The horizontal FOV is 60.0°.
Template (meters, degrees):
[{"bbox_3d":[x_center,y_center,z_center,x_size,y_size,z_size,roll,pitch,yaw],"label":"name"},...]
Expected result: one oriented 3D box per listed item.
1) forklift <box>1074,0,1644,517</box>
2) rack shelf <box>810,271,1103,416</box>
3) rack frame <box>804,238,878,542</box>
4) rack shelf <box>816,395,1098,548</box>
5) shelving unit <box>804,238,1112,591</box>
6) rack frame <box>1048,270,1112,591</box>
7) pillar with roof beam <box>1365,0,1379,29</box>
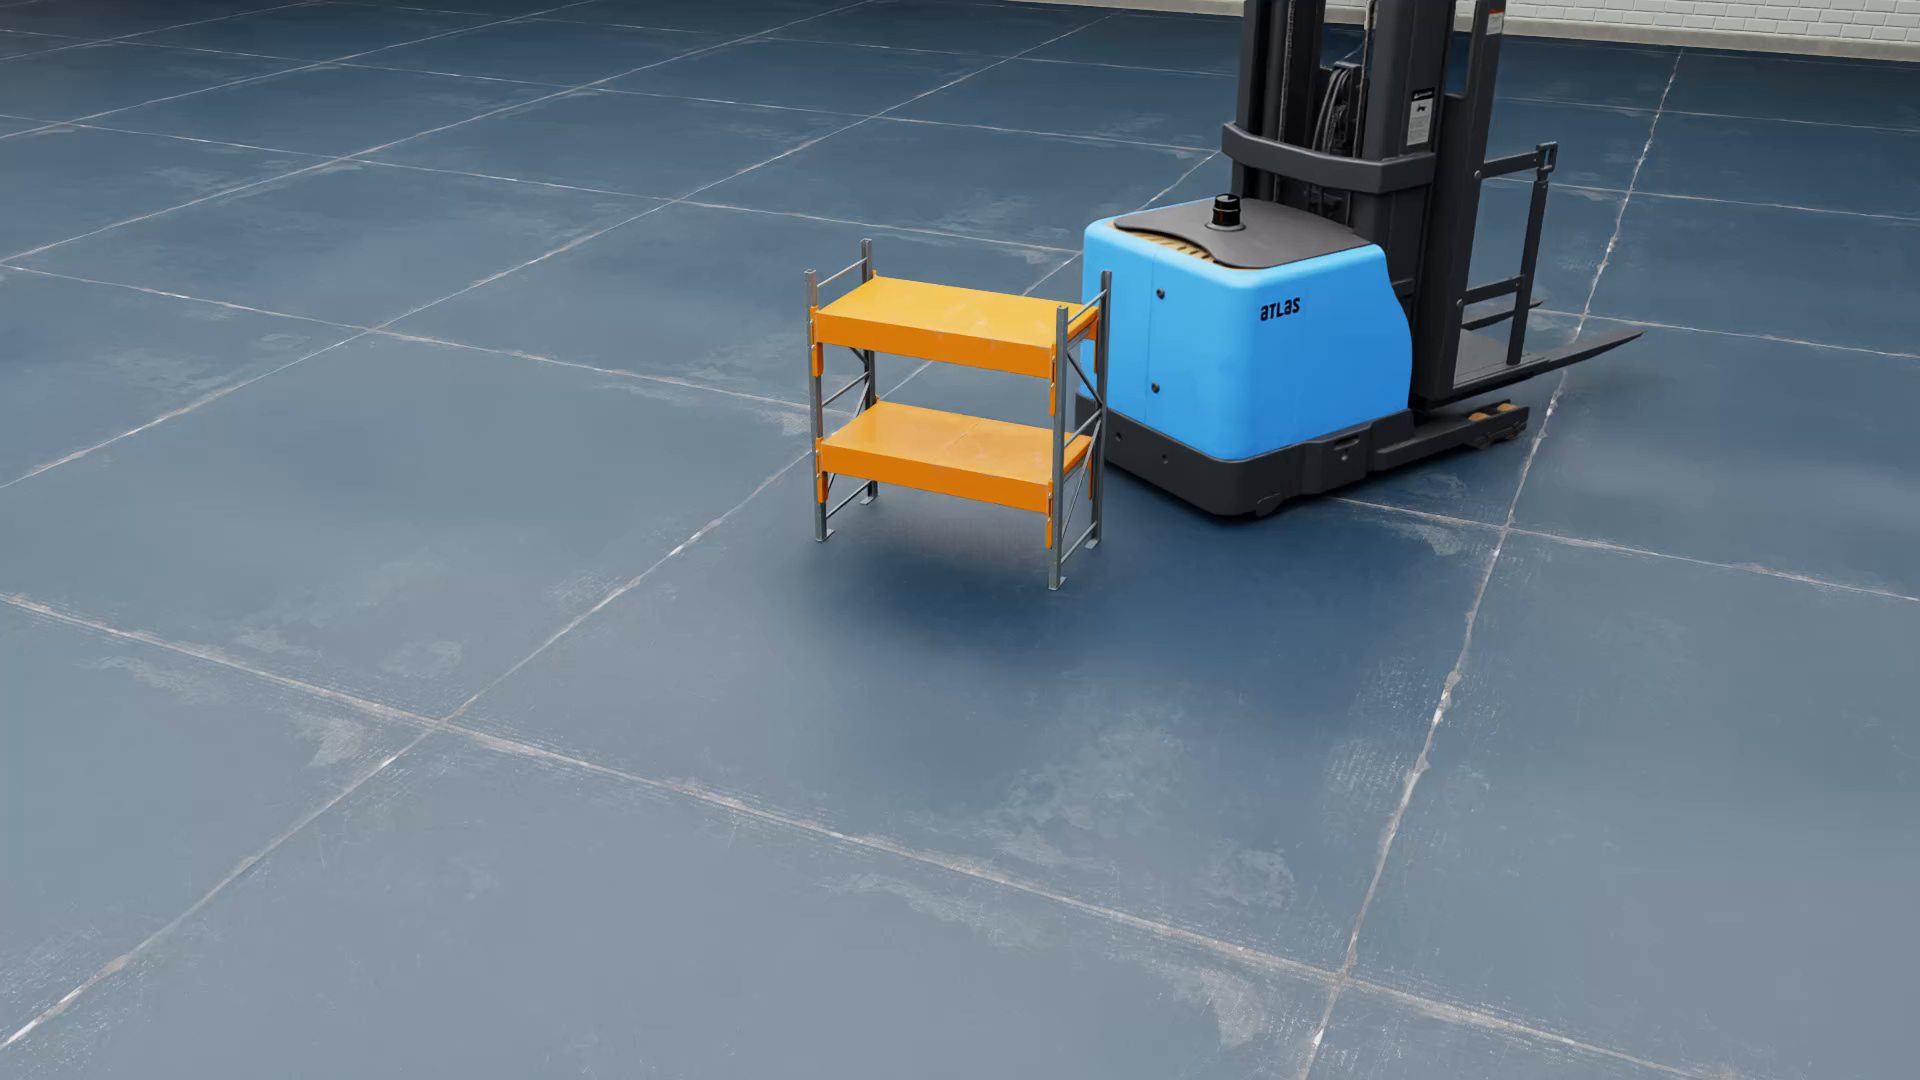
[{"bbox_3d":[2.014,-1.903,7.296,3.031,2.935,1.130,-17,31,-31],"label":"forklift"},{"bbox_3d":[-0.006,-0.768,6.375,1.000,0.278,0.538,11,28,22],"label":"rack shelf"},{"bbox_3d":[-0.469,-0.599,6.693,0.032,1.125,0.500,11,28,22],"label":"rack frame"},{"bbox_3d":[-0.006,-0.287,6.612,1.000,0.278,0.538,11,28,22],"label":"rack shelf"},{"bbox_3d":[-0.006,-0.506,6.504,1.048,1.125,0.538,11,28,22],"label":"shelving unit"},{"bbox_3d":[0.457,-0.413,6.315,0.032,1.125,0.500,11,28,22],"label":"rack frame"},{"bbox_3d":[2.835,-7.857,12.520,0.400,9.000,9.100,11,28,22],"label":"pillar with roof beam"}]
